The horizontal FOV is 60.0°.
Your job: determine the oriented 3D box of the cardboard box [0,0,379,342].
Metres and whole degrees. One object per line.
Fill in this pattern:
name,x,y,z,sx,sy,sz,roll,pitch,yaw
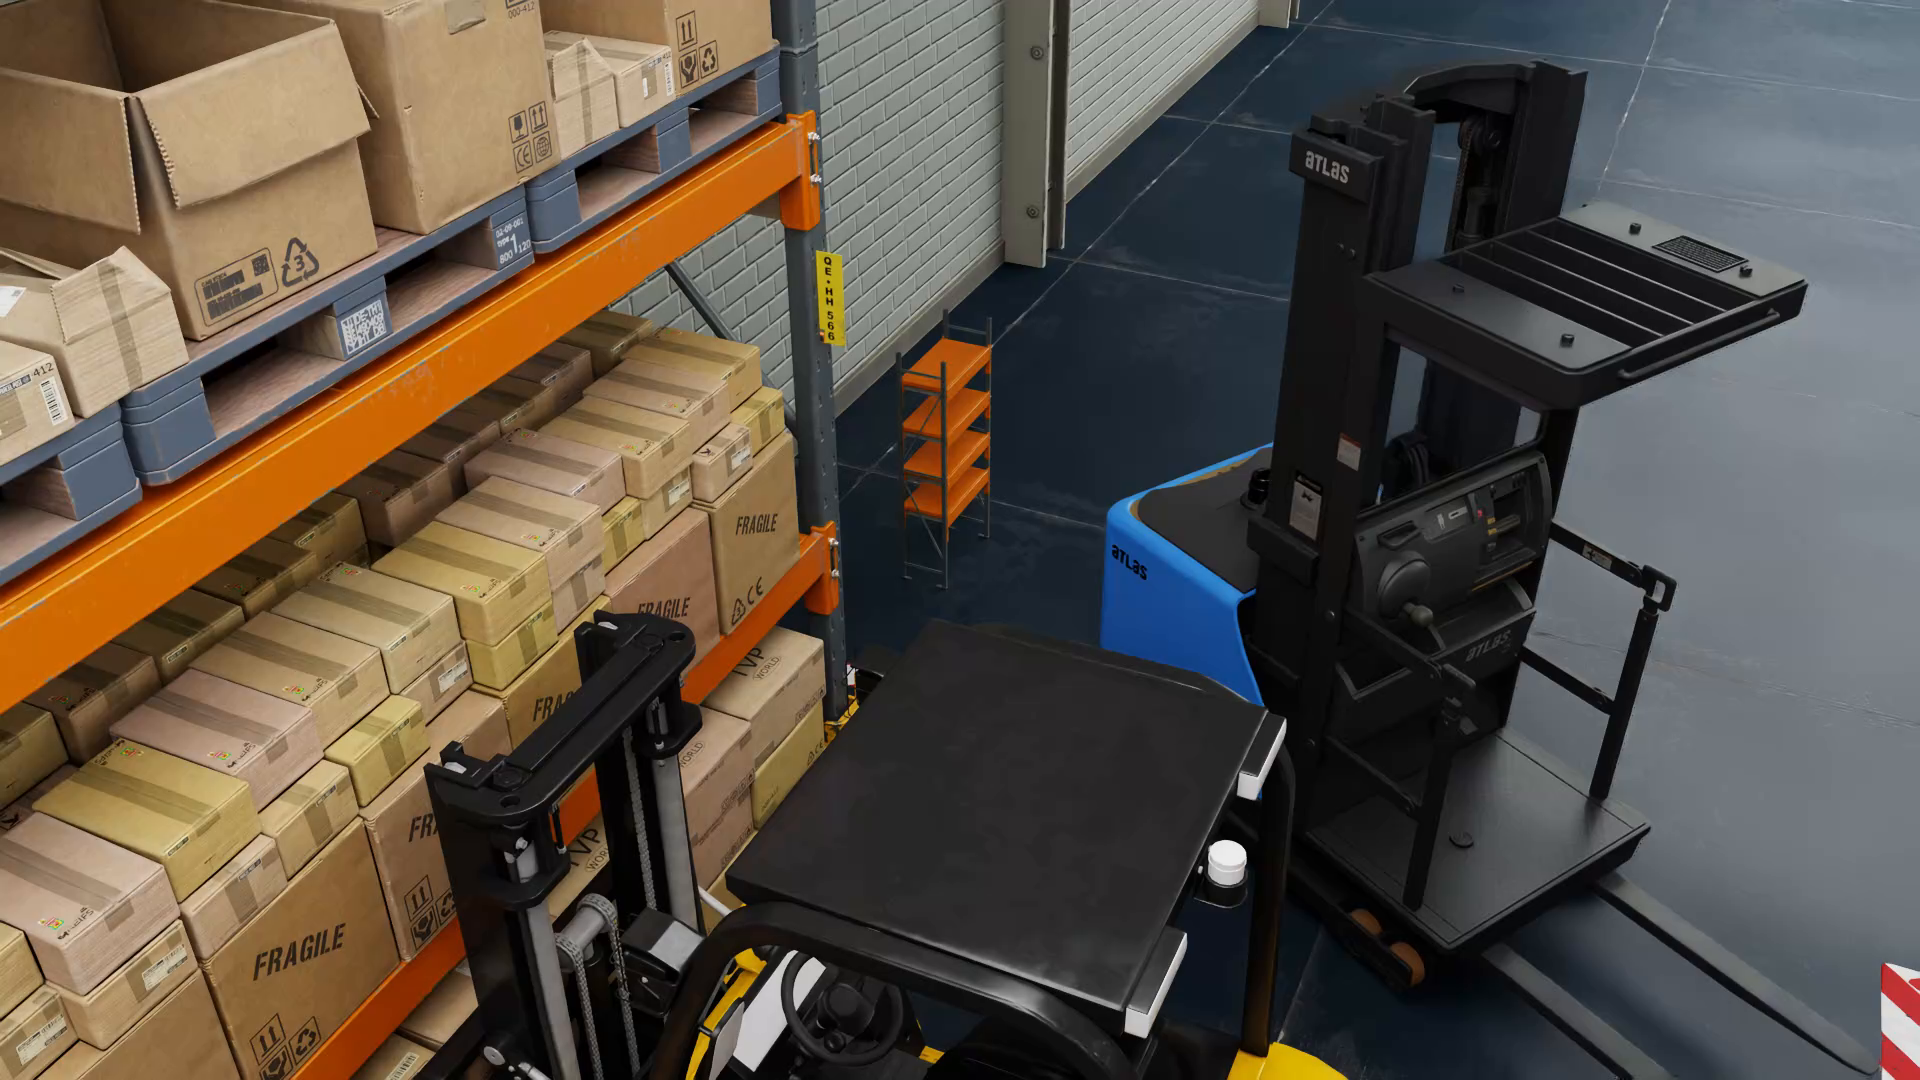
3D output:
cardboard box,-1.675,-0.805,3.439,0.797,0.503,0.637,15,36,22

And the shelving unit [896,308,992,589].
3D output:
shelving unit,-0.069,-0.419,7.795,0.258,1.200,0.503,14,36,20

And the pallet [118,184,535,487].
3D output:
pallet,-1.741,-0.598,3.771,1.003,0.211,1.213,14,36,20

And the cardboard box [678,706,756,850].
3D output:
cardboard box,-1.030,0.776,5.543,0.500,0.250,0.500,15,36,21

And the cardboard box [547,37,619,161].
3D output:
cardboard box,-1.090,-1.143,4.171,0.396,0.266,0.258,14,36,21

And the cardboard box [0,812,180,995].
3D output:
cardboard box,-1.856,0.743,3.428,0.380,0.149,0.250,15,36,22

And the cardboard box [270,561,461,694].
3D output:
cardboard box,-1.508,0.218,4.228,0.380,0.149,0.250,15,36,21

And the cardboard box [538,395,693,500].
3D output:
cardboard box,-1.031,-0.281,4.989,0.380,0.149,0.250,15,36,22

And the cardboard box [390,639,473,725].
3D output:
cardboard box,-1.504,0.336,4.320,0.380,0.149,0.250,14,36,20

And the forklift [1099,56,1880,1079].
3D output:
forklift,1.802,0.053,5.496,1.130,2.935,3.031,-20,38,-28

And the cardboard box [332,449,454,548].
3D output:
cardboard box,-1.690,-0.142,4.776,0.380,0.149,0.250,15,36,22

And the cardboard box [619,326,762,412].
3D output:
cardboard box,-0.871,-0.547,5.395,0.380,0.149,0.250,14,36,21

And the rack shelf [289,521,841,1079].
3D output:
rack shelf,-1.749,0.960,4.706,1.077,0.370,4.000,14,36,20

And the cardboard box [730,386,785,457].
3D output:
cardboard box,-0.803,-0.413,5.461,0.380,0.149,0.250,15,36,21

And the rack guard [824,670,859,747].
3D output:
rack guard,-0.903,0.697,6.731,1.175,0.500,0.348,14,36,20

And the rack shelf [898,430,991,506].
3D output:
rack shelf,-0.069,-0.363,7.832,0.258,0.148,0.480,14,36,20

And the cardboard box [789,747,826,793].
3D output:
cardboard box,-0.822,0.944,6.199,0.500,0.250,0.500,14,36,21

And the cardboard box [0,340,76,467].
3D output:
cardboard box,-1.801,-0.248,2.912,0.380,0.149,0.250,15,36,22

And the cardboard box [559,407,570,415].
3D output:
cardboard box,-1.336,-0.403,5.446,0.380,0.149,0.250,14,36,20

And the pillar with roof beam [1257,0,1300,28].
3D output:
pillar with roof beam,6.908,-7.694,11.777,9.100,9.000,0.400,14,36,20

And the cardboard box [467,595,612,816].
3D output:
cardboard box,-1.320,0.439,4.754,0.500,0.500,0.500,13,36,20

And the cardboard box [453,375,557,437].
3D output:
cardboard box,-1.485,-0.398,5.168,0.380,0.149,0.250,15,36,21

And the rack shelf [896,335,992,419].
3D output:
rack shelf,-0.069,-0.748,7.580,0.258,0.148,0.480,14,36,20

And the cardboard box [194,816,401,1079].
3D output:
cardboard box,-1.750,0.937,3.994,0.500,0.500,0.500,14,36,20

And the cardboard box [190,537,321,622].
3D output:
cardboard box,-1.920,0.108,4.396,0.380,0.149,0.250,14,36,21

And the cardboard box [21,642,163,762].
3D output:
cardboard box,-2.162,0.360,4.012,0.380,0.149,0.250,14,36,20

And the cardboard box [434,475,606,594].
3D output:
cardboard box,-1.211,-0.019,4.589,0.380,0.149,0.250,15,36,22

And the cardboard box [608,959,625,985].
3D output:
cardboard box,-1.249,1.252,5.274,0.500,0.250,0.500,13,36,19

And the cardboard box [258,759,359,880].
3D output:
cardboard box,-1.652,0.613,3.896,0.380,0.149,0.250,13,35,19

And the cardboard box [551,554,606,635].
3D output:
cardboard box,-1.230,0.101,4.677,0.380,0.149,0.250,13,35,19

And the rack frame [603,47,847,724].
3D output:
rack frame,-0.913,-0.336,6.028,1.000,3.000,0.127,14,36,20

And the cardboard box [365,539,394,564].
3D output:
cardboard box,-1.783,-0.051,4.909,0.380,0.149,0.250,15,36,21

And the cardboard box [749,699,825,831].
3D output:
cardboard box,-0.832,0.743,6.050,0.500,0.250,0.500,14,36,20

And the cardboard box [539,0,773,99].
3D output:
cardboard box,-0.877,-1.574,4.614,0.500,0.500,0.500,15,36,22

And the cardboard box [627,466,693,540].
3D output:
cardboard box,-1.047,-0.163,5.081,0.380,0.149,0.250,15,36,21

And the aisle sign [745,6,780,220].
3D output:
aisle sign,-0.618,-1.389,5.262,0.394,0.787,0.004,14,36,20

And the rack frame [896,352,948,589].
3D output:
rack frame,-0.171,-0.298,7.610,0.240,1.200,0.015,14,36,20

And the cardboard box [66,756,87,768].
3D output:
cardboard box,-2.149,0.480,4.100,0.380,0.149,0.250,14,36,20

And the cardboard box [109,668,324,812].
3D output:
cardboard box,-1.716,0.468,3.847,0.380,0.149,0.250,14,36,20

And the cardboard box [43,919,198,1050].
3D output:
cardboard box,-1.853,0.873,3.501,0.380,0.149,0.250,15,36,22

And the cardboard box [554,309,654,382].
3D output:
cardboard box,-1.247,-0.656,5.560,0.380,0.149,0.250,13,36,20

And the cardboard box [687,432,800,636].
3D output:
cardboard box,-0.880,-0.073,5.535,0.500,0.500,0.500,13,36,19

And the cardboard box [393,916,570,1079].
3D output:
cardboard box,-1.451,1.280,4.774,0.500,0.250,0.500,13,36,20
